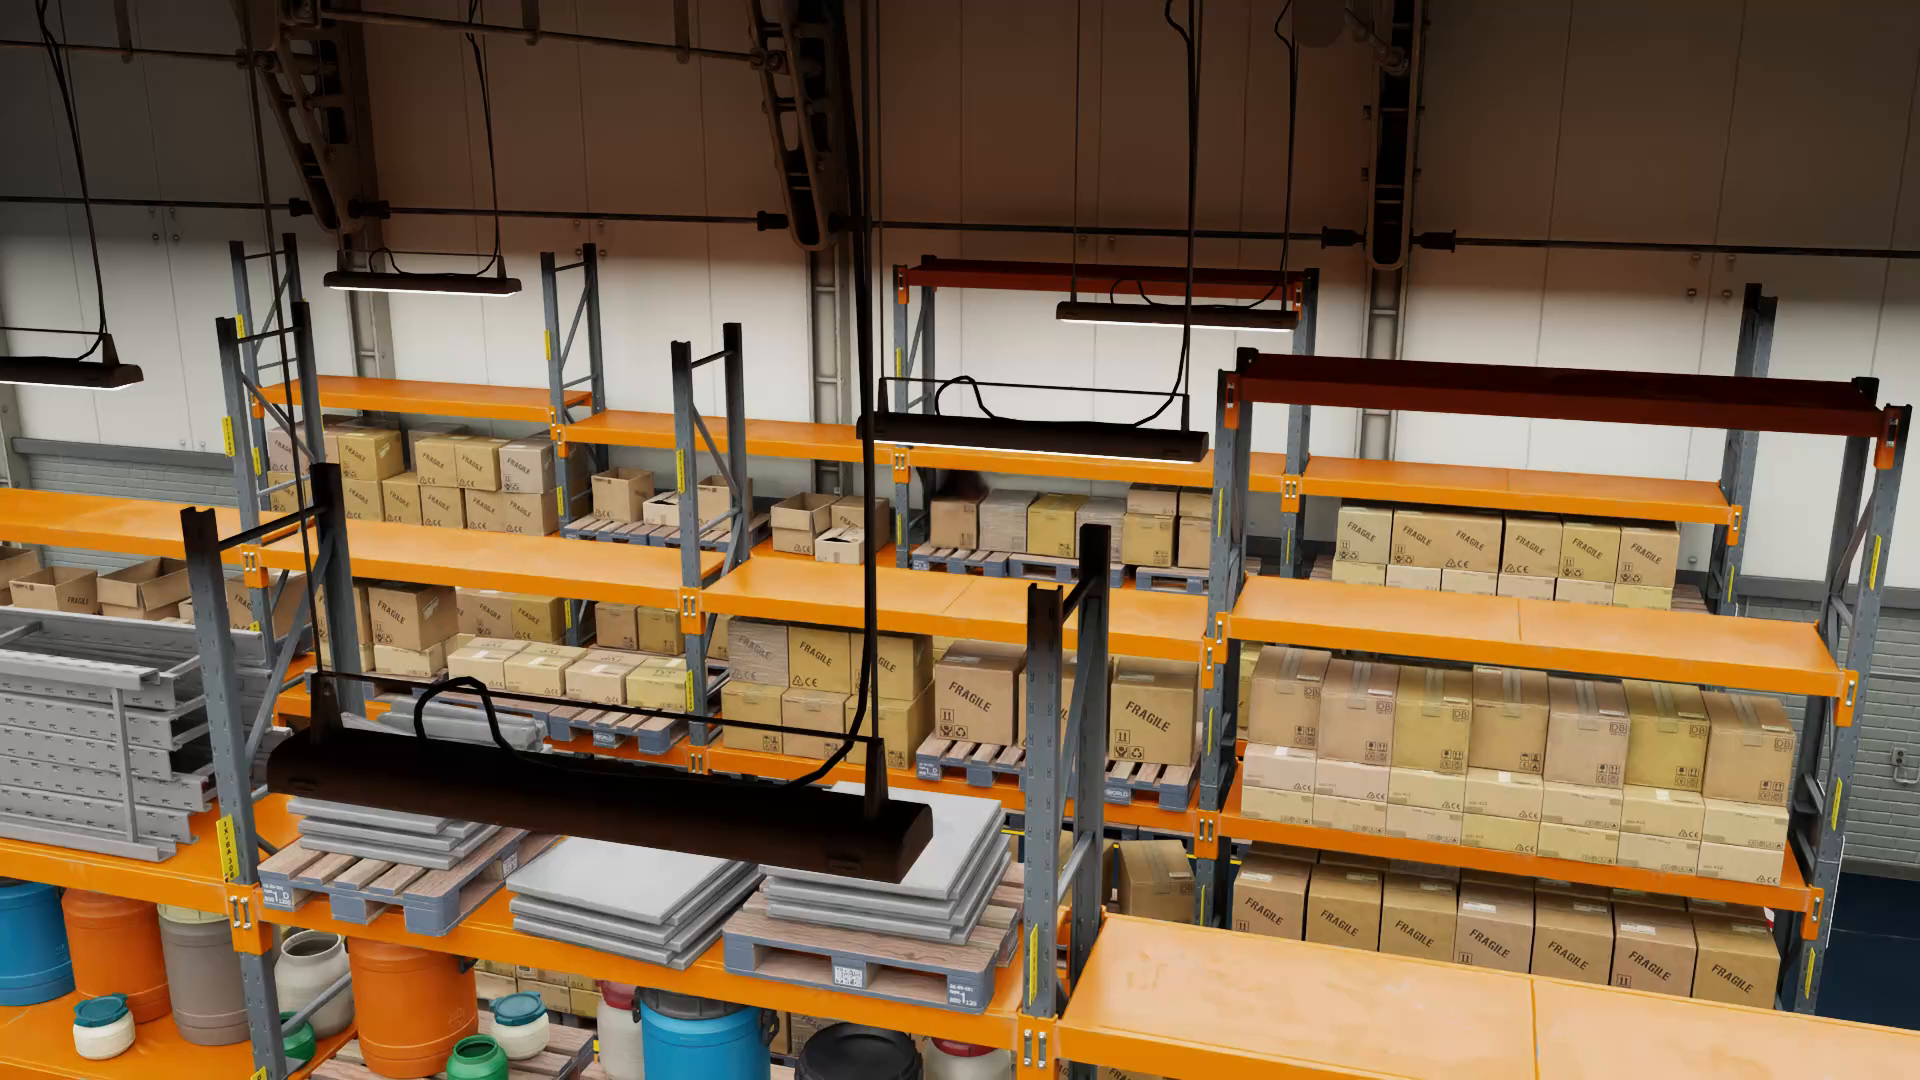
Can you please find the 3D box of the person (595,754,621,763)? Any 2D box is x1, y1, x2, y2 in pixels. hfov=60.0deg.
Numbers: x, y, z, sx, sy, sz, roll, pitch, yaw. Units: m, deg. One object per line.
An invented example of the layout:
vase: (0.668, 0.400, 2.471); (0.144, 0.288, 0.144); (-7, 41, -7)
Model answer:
person: (-3.306, 2.771, 16.128); (0.536, 1.665, 0.410); (0, 16, 0)
